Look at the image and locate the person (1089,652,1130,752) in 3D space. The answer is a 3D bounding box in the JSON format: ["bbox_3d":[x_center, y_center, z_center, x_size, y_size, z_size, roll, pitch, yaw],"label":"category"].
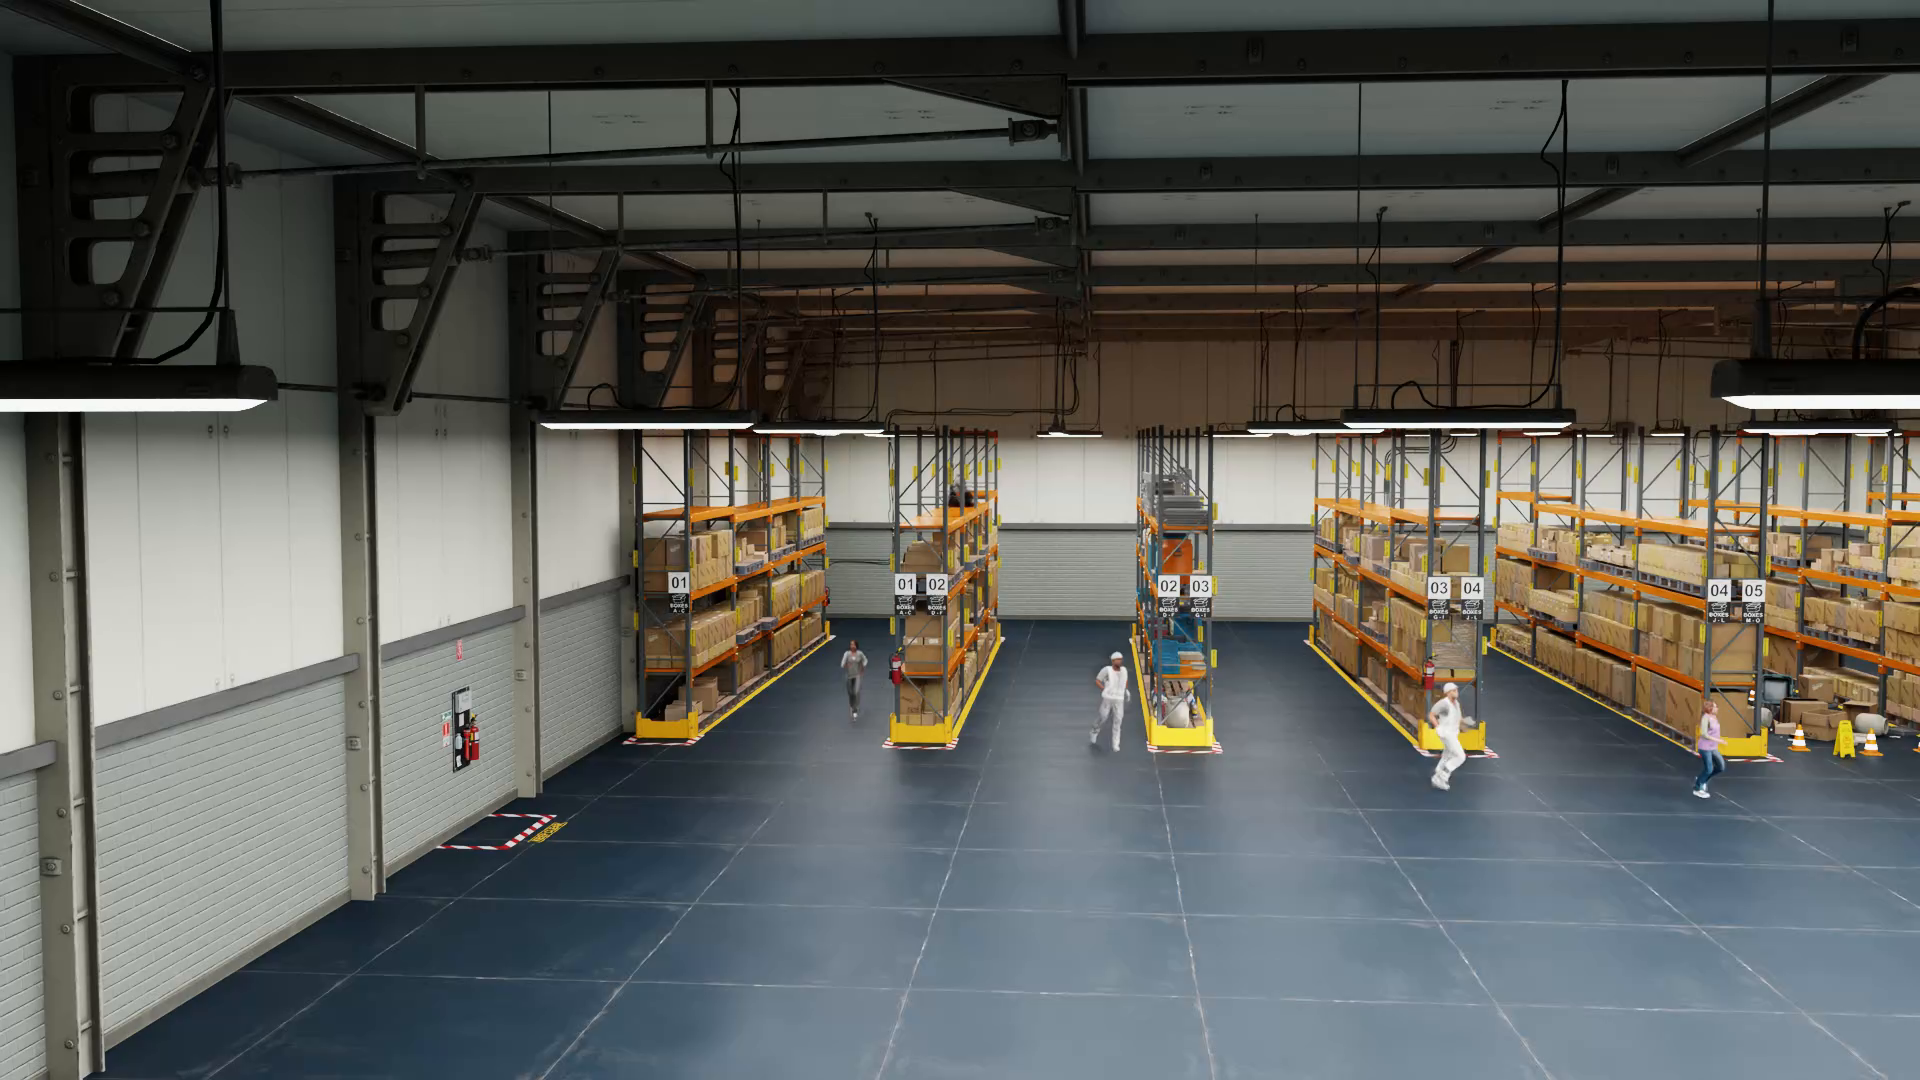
[{"bbox_3d":[2.867,2.970,30.883,0.742,1.772,0.958,-1,4,-17],"label":"person"}]

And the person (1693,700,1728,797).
[{"bbox_3d":[12.015,3.347,26.574,0.564,1.538,0.558,-3,5,-44],"label":"person"}]

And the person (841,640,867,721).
[{"bbox_3d":[-2.181,2.847,34.136,0.532,1.612,0.798,0,3,1],"label":"person"}]

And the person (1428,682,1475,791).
[{"bbox_3d":[8.037,3.203,27.147,0.659,1.762,0.625,2,4,35],"label":"person"}]
